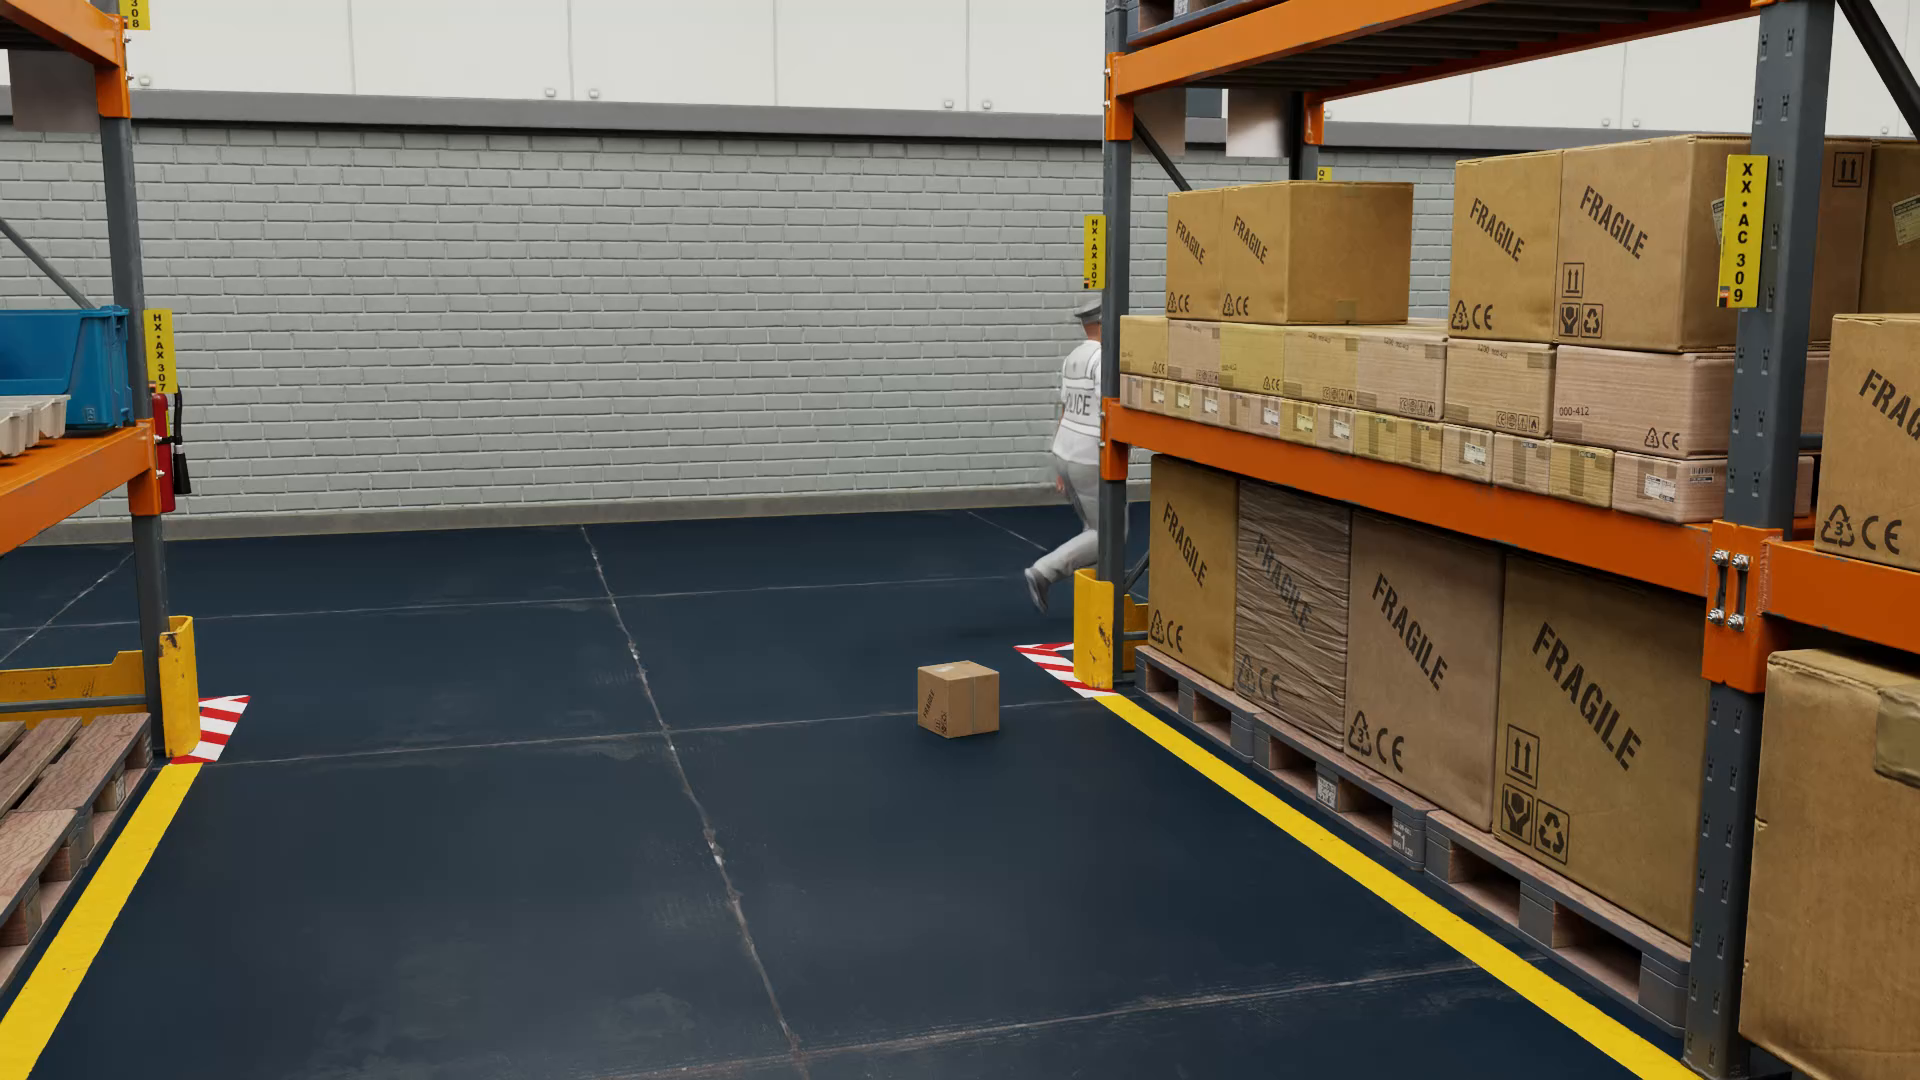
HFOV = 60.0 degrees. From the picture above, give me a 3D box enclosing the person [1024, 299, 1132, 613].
[{"bbox_3d":[0.647,-0.430,8.862,0.701,1.746,0.599,-3,10,-19],"label":"person"}]
